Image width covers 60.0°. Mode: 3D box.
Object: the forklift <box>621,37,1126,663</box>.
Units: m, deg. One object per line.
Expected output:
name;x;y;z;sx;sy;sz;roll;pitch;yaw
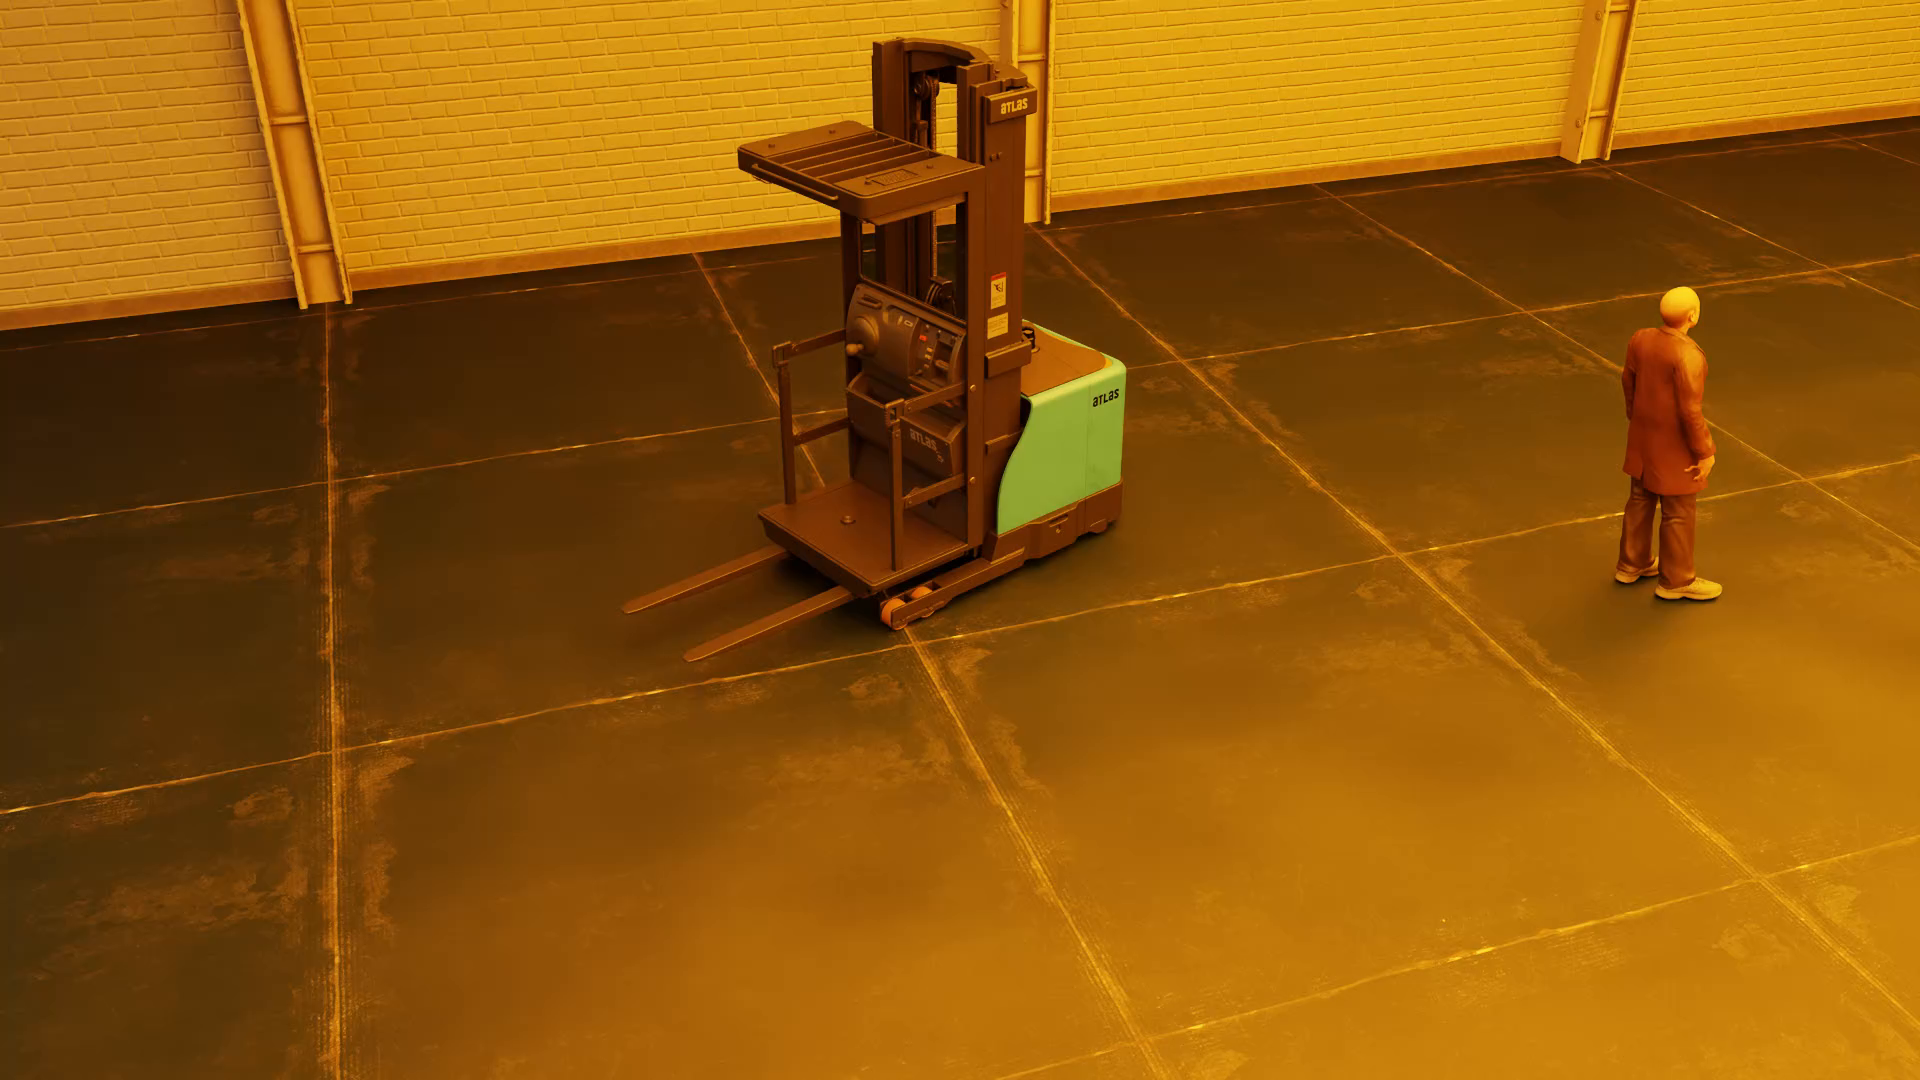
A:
forklift;-0.461;-1.072;8.951;3.031;2.935;1.130;-23;37;-34

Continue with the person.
person;3.973;-0.556;9.196;0.579;1.778;0.698;-8;31;-13
